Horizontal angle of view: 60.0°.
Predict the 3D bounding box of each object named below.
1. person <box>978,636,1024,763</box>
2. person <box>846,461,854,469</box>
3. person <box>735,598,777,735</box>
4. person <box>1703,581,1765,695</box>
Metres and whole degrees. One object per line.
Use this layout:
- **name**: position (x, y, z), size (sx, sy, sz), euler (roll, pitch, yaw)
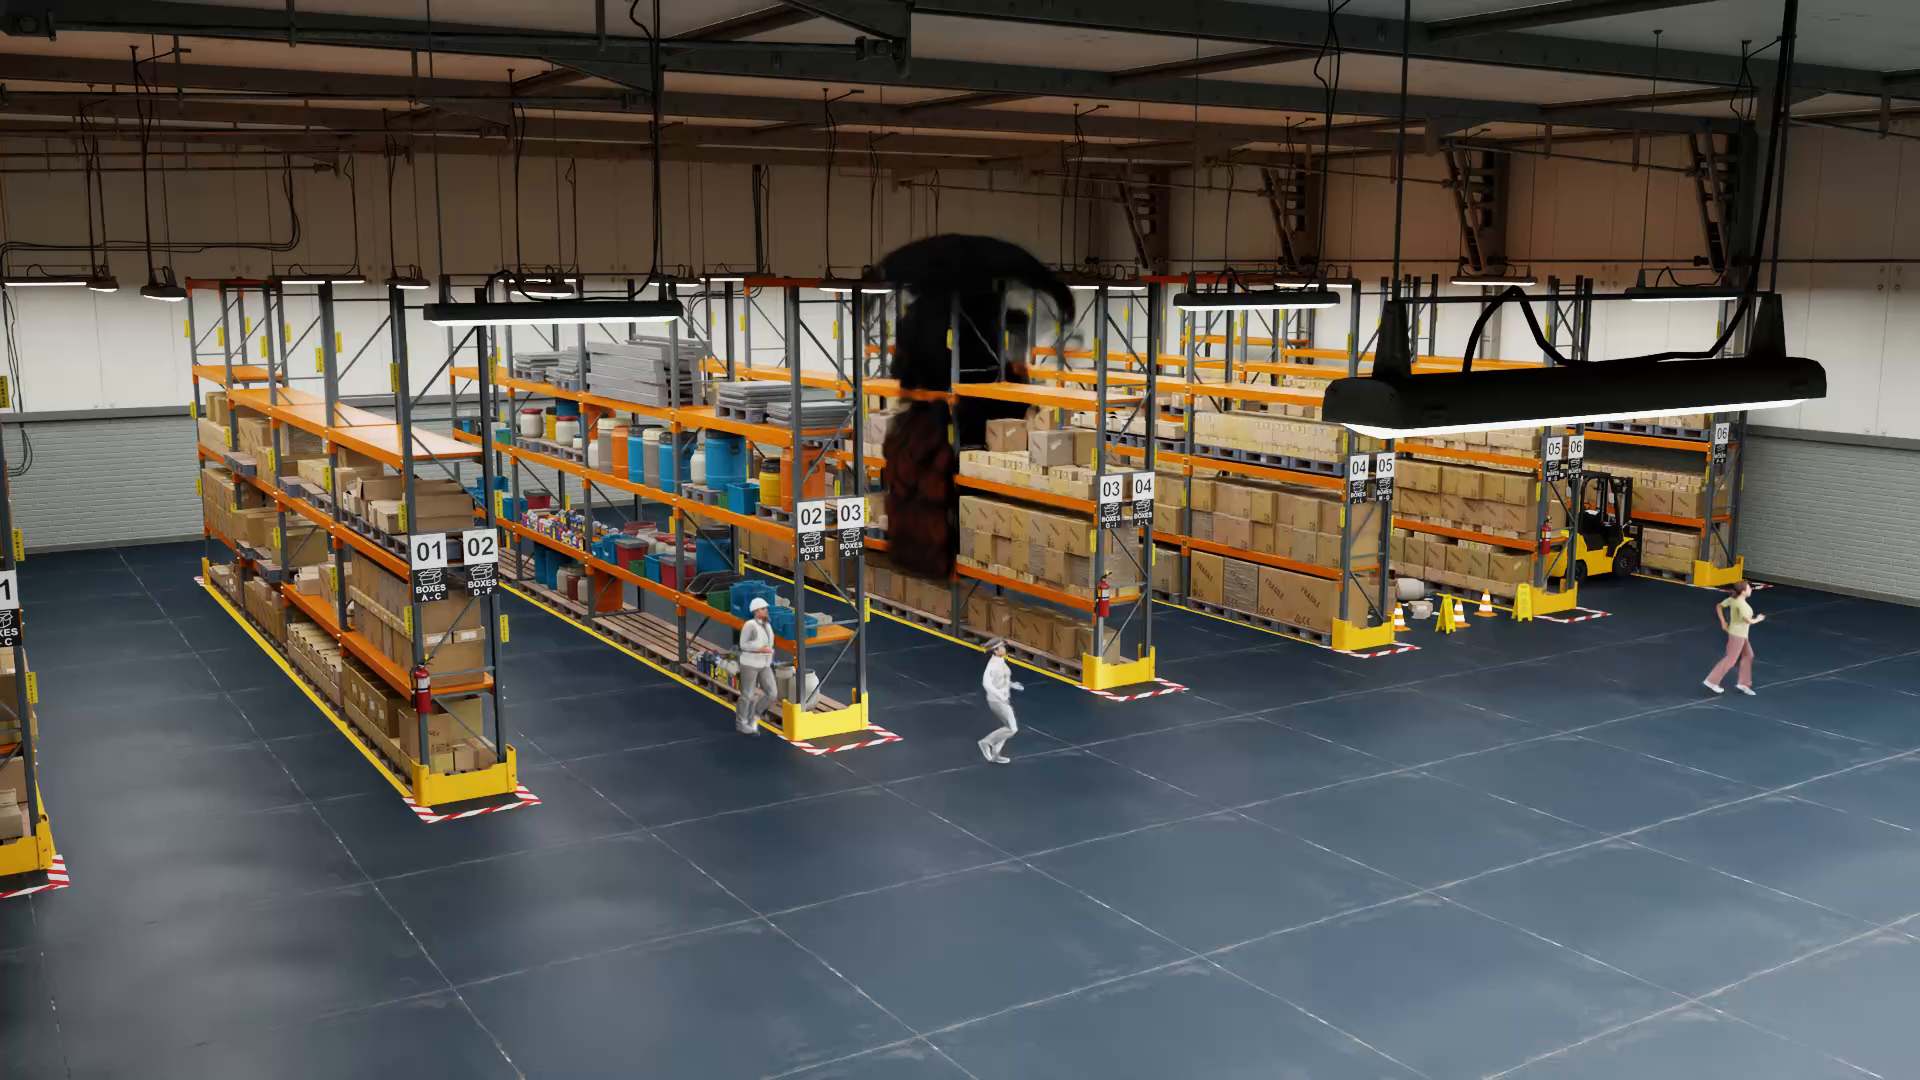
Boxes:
- **person**: position (0.520, 2.021, 21.030), size (0.561, 1.645, 0.611), euler (1, 10, 5)
- **person**: position (-2.943, -1.489, 41.732), size (1.142, 1.656, 0.743), euler (-3, 10, -20)
- **person**: position (-2.558, 1.637, 21.454), size (0.638, 1.796, 0.670), euler (7, 12, 34)
- **person**: position (11.342, 1.460, 24.344), size (0.780, 1.717, 0.564), euler (2, 10, 12)
